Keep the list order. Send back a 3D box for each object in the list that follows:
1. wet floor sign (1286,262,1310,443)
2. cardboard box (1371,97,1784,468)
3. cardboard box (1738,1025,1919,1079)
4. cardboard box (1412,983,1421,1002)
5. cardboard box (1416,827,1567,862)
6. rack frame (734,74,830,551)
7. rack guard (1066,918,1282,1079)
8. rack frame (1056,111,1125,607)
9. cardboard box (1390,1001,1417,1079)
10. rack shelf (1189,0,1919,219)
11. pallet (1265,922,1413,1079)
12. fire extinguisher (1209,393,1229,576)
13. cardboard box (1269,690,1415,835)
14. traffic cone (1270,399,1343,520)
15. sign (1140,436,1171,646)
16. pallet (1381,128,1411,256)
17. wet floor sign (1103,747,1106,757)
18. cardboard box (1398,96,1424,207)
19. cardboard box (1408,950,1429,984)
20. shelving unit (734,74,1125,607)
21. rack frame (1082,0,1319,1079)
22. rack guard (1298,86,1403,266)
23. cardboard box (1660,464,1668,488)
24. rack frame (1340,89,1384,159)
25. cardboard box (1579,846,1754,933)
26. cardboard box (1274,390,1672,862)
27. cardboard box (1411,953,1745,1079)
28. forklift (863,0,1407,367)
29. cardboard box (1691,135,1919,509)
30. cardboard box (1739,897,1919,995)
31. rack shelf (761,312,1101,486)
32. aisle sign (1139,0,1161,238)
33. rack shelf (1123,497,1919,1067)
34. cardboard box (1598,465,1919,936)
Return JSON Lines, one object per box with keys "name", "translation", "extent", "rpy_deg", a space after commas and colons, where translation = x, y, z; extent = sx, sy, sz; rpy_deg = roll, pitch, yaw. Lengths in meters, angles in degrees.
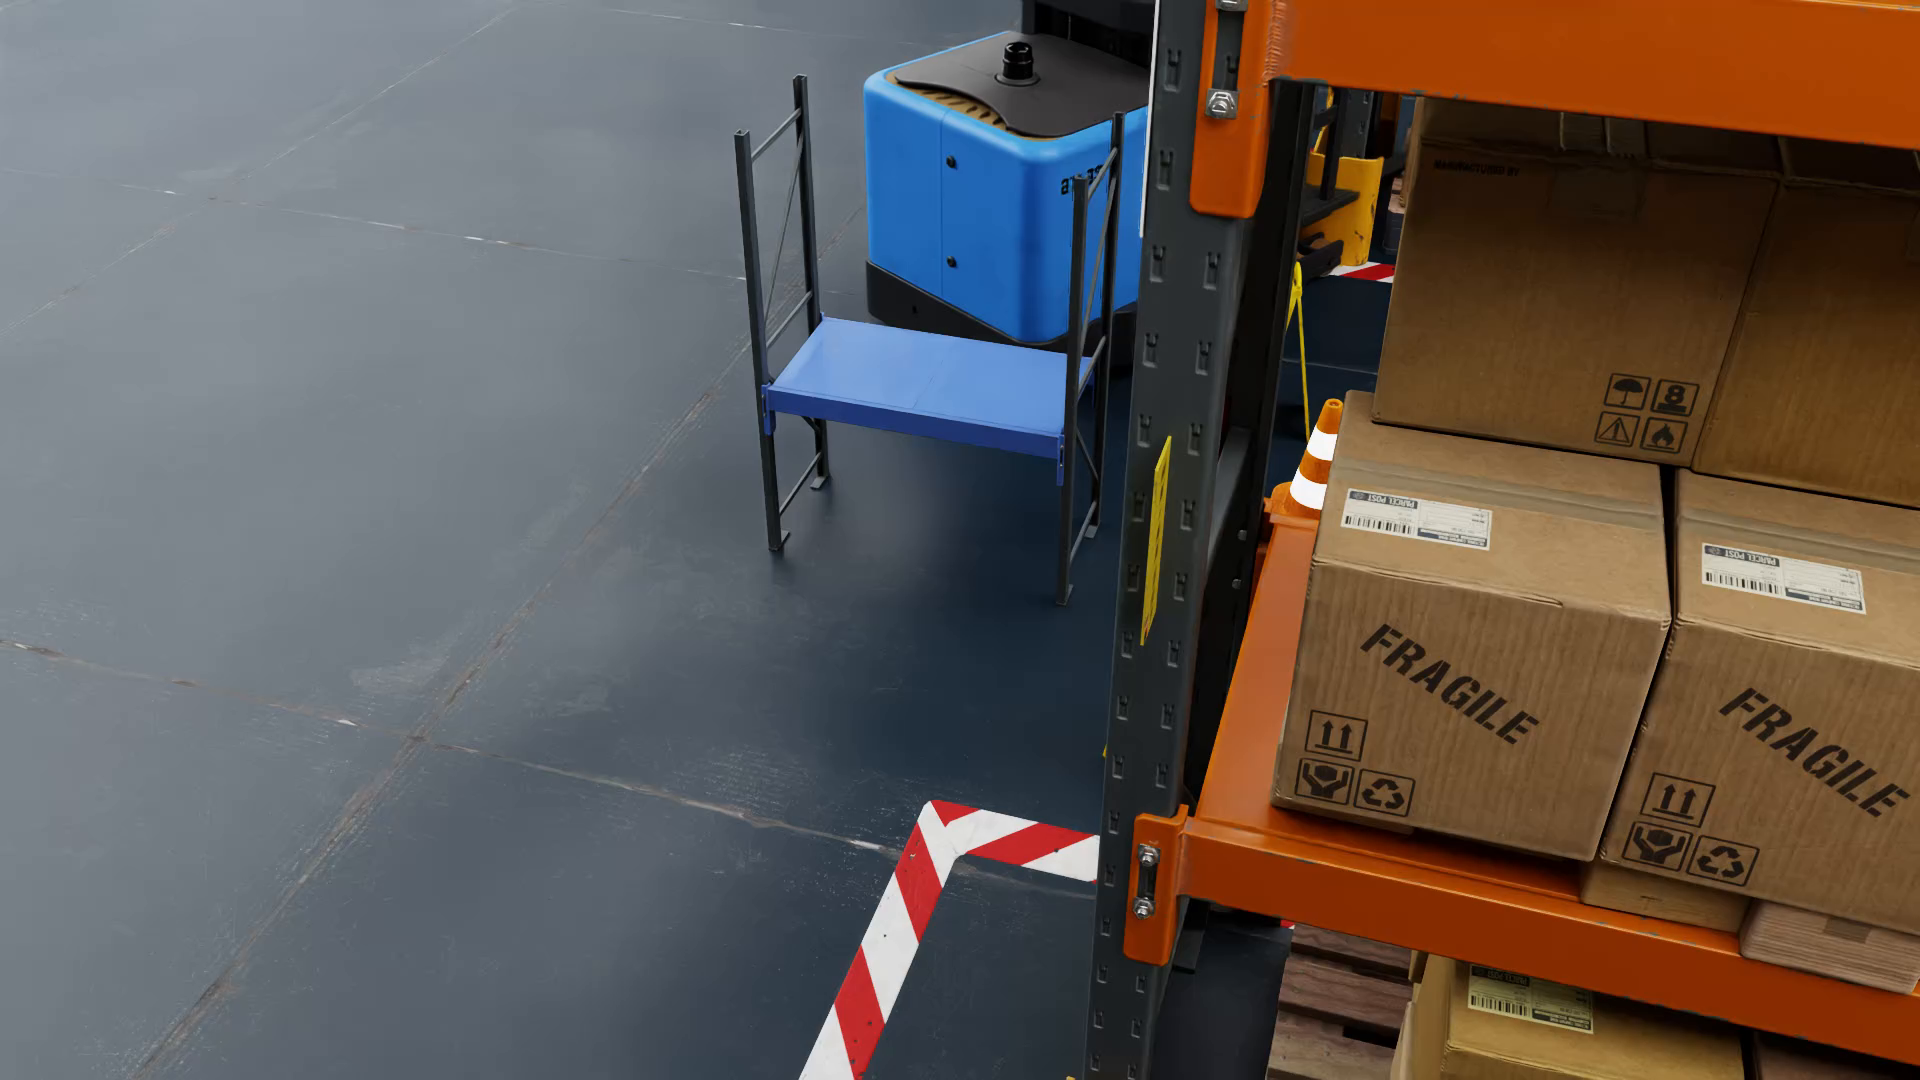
{"name": "wet floor sign", "translation": [1.216, -0.710, 6.170], "extent": [0.232, 0.644, 0.267], "rpy_deg": [4, 37, 6]}
{"name": "cardboard box", "translation": [1.007, -0.550, 2.788], "extent": [0.500, 0.500, 0.700], "rpy_deg": [10, 37, 13]}
{"name": "cardboard box", "translation": [1.665, 1.075, 3.092], "extent": [0.500, 0.500, 0.500], "rpy_deg": [9, 37, 12]}
{"name": "cardboard box", "translation": [1.329, 0.979, 3.855], "extent": [0.500, 0.250, 0.500], "rpy_deg": [10, 38, 14]}
{"name": "cardboard box", "translation": [0.962, 0.361, 2.942], "extent": [0.250, 0.149, 0.380], "rpy_deg": [11, 38, 15]}
{"name": "rack frame", "translation": [-0.567, -0.709, 5.448], "extent": [0.032, 1.500, 0.500], "rpy_deg": [10, 38, 14]}
{"name": "rack guard", "translation": [0.527, 1.066, 3.880], "extent": [0.348, 0.500, 1.175], "rpy_deg": [10, 38, 14]}
{"name": "rack frame", "translation": [0.404, -0.529, 5.204], "extent": [0.032, 1.500, 0.500], "rpy_deg": [10, 38, 14]}
{"name": "cardboard box", "translation": [1.142, 1.283, 3.442], "extent": [0.500, 0.250, 0.500], "rpy_deg": [10, 38, 14]}
{"name": "rack shelf", "translation": [2.363, -0.519, 2.001], "extent": [4.000, 0.370, 1.077], "rpy_deg": [10, 38, 14]}
{"name": "pallet", "translation": [1.292, 1.346, 3.744], "extent": [1.213, 0.211, 1.003], "rpy_deg": [10, 38, 14]}
{"name": "fire extinguisher", "translation": [0.483, -0.204, 3.562], "extent": [0.183, 0.674, 0.296], "rpy_deg": [10, 38, 14]}
{"name": "cardboard box", "translation": [0.717, 0.324, 2.991], "extent": [0.250, 0.149, 0.380], "rpy_deg": [11, 38, 14]}
{"name": "traffic cone", "translation": [1.256, -0.275, 5.733], "extent": [0.334, 0.463, 0.336], "rpy_deg": [10, 38, 14]}
{"name": "sign", "translation": [0.293, 0.004, 2.484], "extent": [0.005, 0.325, 0.100], "rpy_deg": [10, 38, 14]}
{"name": "pallet", "translation": [2.620, -1.553, 7.682], "extent": [1.213, 0.211, 1.003], "rpy_deg": [10, 38, 14]}
{"name": "wet floor sign", "translation": [0.592, 0.355, 4.724], "extent": [0.232, 0.644, 0.267], "rpy_deg": [24, 43, 29]}
{"name": "cardboard box", "translation": [2.501, -2.004, 7.380], "extent": [0.875, 0.875, 0.875], "rpy_deg": [11, 38, 14]}
{"name": "cardboard box", "translation": [1.297, 0.676, 3.634], "extent": [0.500, 0.500, 0.500], "rpy_deg": [11, 38, 14]}
{"name": "shelving unit", "translation": [-0.081, -0.619, 5.326], "extent": [1.048, 1.500, 0.538], "rpy_deg": [10, 38, 14]}
{"name": "rack frame", "translation": [0.454, 0.046, 3.157], "extent": [0.127, 3.000, 1.000], "rpy_deg": [10, 38, 14]}
{"name": "rack guard", "translation": [1.811, -1.770, 7.734], "extent": [0.348, 0.500, 1.175], "rpy_deg": [10, 38, 14]}
{"name": "cardboard box", "translation": [1.055, -0.174, 3.121], "extent": [0.500, 0.500, 0.500], "rpy_deg": [10, 37, 13]}
{"name": "rack frame", "translation": [1.834, -2.773, 6.987], "extent": [0.127, 3.000, 1.000], "rpy_deg": [10, 38, 14]}
{"name": "cardboard box", "translation": [1.191, 0.453, 2.815], "extent": [0.250, 0.149, 0.380], "rpy_deg": [9, 37, 12]}
{"name": "cardboard box", "translation": [0.824, 0.126, 2.713], "extent": [0.500, 0.500, 0.500], "rpy_deg": [10, 38, 13]}
{"name": "cardboard box", "translation": [1.165, 0.985, 3.214], "extent": [0.500, 0.500, 0.500], "rpy_deg": [9, 37, 12]}
{"name": "forklift", "translation": [1.045, -2.466, 6.628], "extent": [3.031, 2.935, 1.130], "rpy_deg": [-28, 45, -33]}
{"name": "cardboard box", "translation": [1.488, -0.457, 2.661], "extent": [0.500, 0.500, 0.700], "rpy_deg": [11, 38, 14]}
{"name": "cardboard box", "translation": [1.420, 0.524, 2.719], "extent": [0.250, 0.149, 0.380], "rpy_deg": [11, 38, 15]}
{"name": "rack shelf", "translation": [-0.081, -0.474, 5.433], "extent": [1.000, 0.185, 0.538], "rpy_deg": [10, 38, 14]}
{"name": "aisle sign", "translation": [0.303, -0.837, 2.163], "extent": [0.004, 0.787, 0.394], "rpy_deg": [10, 38, 14]}
{"name": "rack shelf", "translation": [2.363, 0.689, 2.890], "extent": [4.000, 0.370, 1.077], "rpy_deg": [10, 38, 14]}
{"name": "cardboard box", "translation": [1.319, 0.216, 2.591], "extent": [0.500, 0.500, 0.500], "rpy_deg": [12, 38, 15]}
